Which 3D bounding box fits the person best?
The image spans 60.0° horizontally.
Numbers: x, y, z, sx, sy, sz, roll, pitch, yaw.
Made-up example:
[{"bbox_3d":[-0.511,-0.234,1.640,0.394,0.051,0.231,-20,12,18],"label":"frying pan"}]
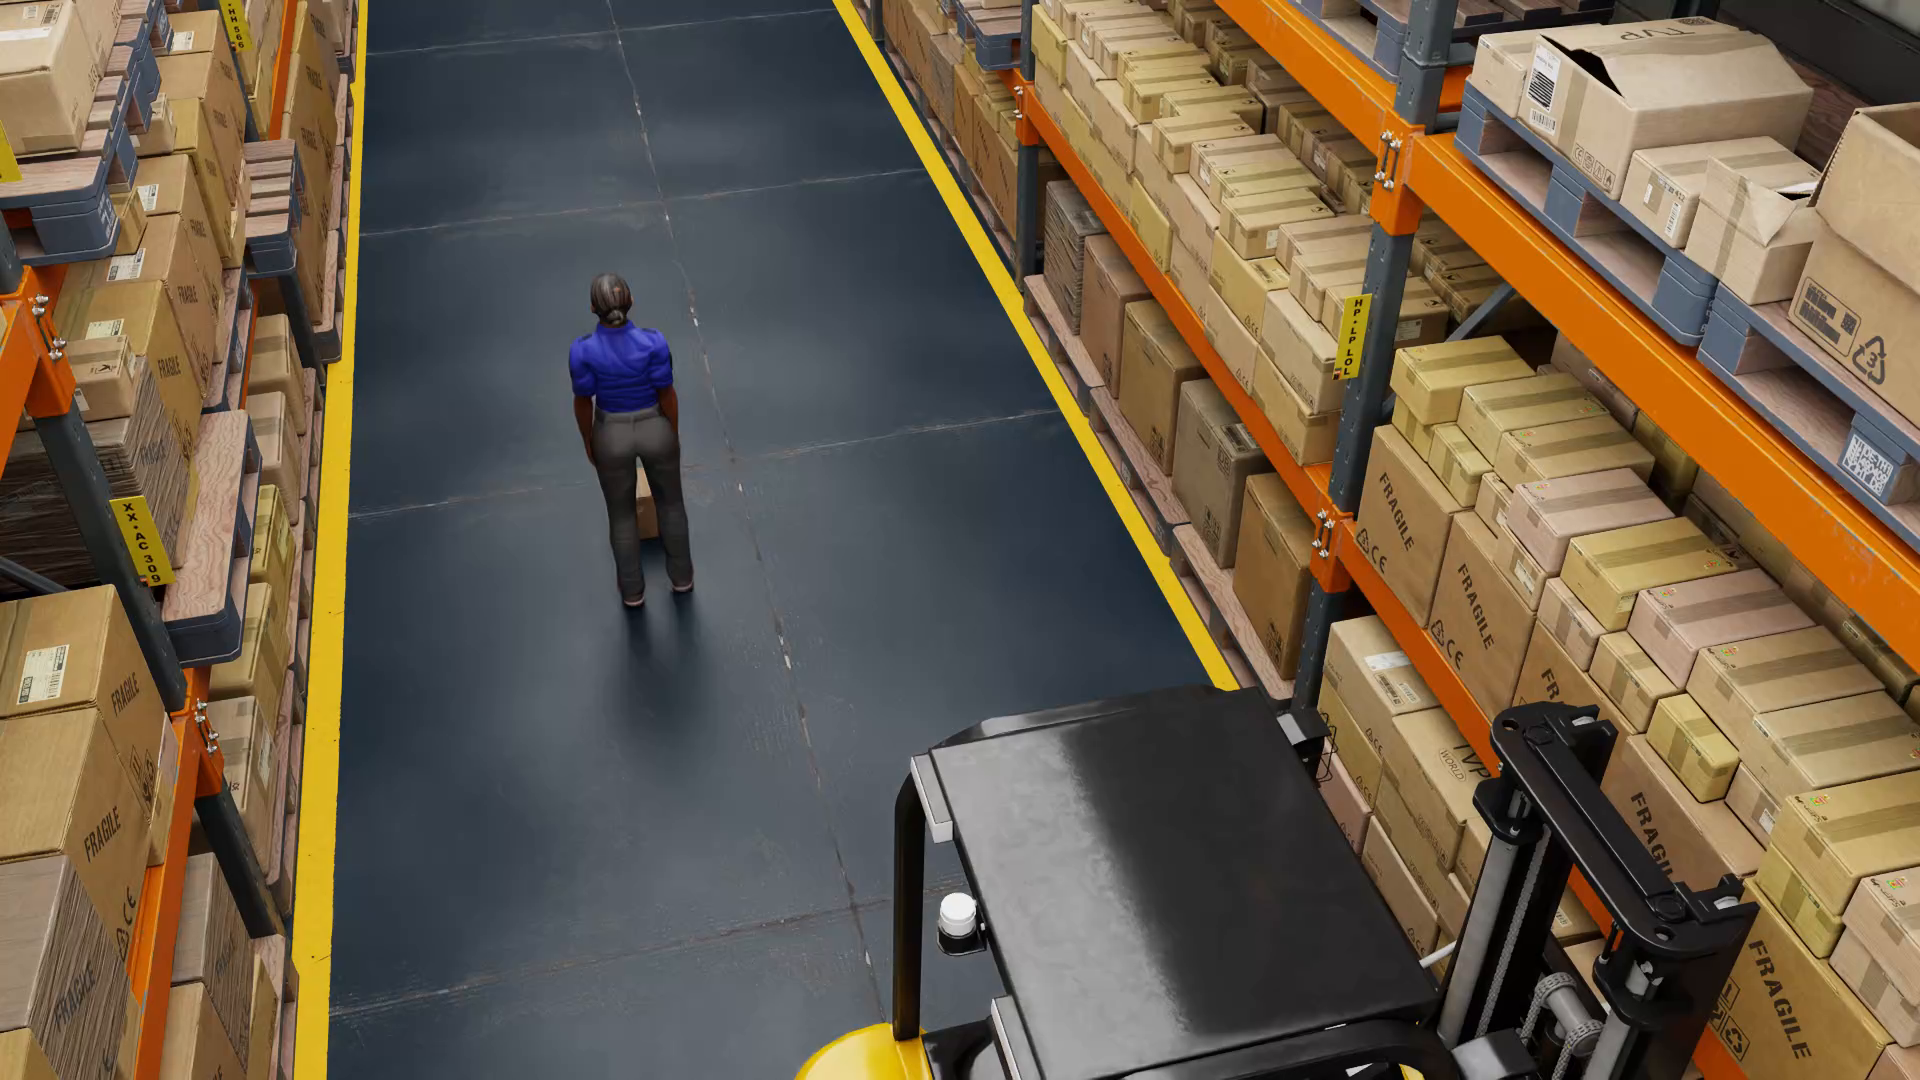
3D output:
[{"bbox_3d":[-1.442,-0.444,7.279,0.439,1.665,0.350,-9,39,-11],"label":"person"}]
